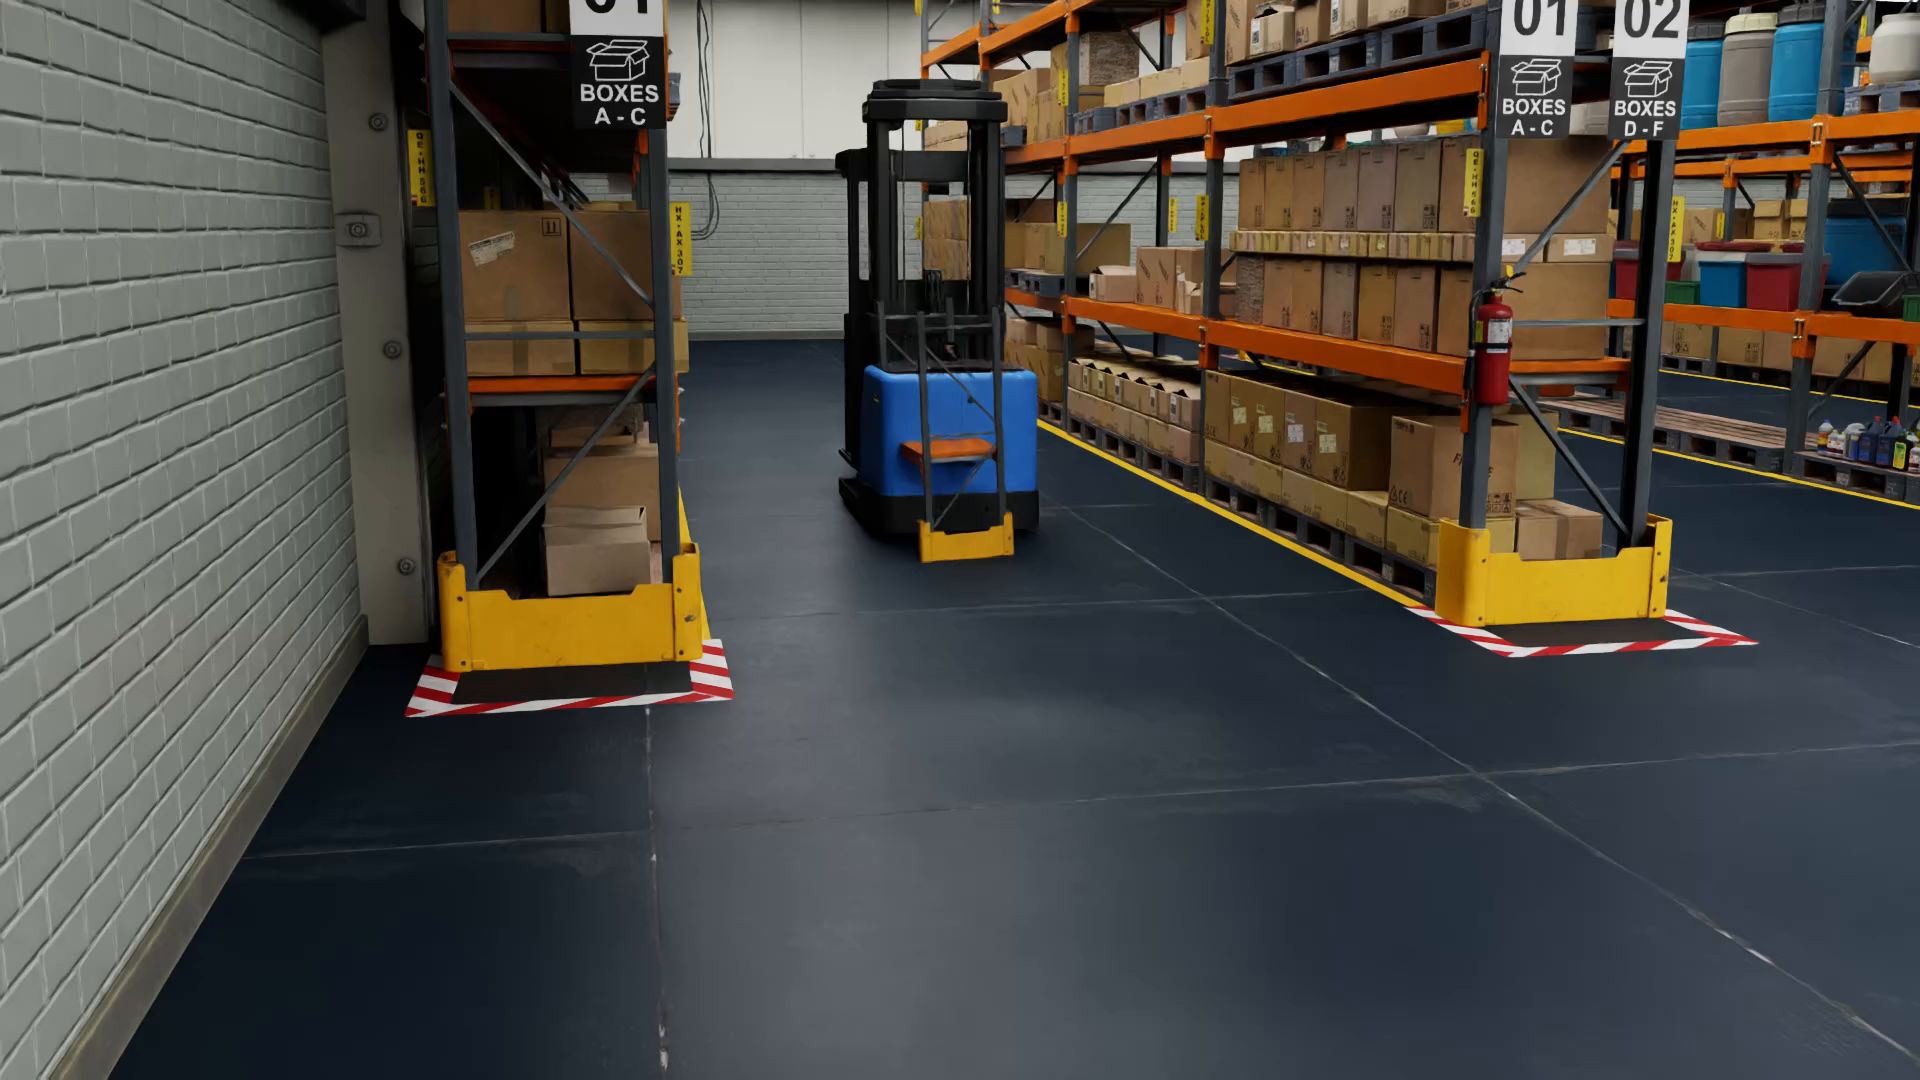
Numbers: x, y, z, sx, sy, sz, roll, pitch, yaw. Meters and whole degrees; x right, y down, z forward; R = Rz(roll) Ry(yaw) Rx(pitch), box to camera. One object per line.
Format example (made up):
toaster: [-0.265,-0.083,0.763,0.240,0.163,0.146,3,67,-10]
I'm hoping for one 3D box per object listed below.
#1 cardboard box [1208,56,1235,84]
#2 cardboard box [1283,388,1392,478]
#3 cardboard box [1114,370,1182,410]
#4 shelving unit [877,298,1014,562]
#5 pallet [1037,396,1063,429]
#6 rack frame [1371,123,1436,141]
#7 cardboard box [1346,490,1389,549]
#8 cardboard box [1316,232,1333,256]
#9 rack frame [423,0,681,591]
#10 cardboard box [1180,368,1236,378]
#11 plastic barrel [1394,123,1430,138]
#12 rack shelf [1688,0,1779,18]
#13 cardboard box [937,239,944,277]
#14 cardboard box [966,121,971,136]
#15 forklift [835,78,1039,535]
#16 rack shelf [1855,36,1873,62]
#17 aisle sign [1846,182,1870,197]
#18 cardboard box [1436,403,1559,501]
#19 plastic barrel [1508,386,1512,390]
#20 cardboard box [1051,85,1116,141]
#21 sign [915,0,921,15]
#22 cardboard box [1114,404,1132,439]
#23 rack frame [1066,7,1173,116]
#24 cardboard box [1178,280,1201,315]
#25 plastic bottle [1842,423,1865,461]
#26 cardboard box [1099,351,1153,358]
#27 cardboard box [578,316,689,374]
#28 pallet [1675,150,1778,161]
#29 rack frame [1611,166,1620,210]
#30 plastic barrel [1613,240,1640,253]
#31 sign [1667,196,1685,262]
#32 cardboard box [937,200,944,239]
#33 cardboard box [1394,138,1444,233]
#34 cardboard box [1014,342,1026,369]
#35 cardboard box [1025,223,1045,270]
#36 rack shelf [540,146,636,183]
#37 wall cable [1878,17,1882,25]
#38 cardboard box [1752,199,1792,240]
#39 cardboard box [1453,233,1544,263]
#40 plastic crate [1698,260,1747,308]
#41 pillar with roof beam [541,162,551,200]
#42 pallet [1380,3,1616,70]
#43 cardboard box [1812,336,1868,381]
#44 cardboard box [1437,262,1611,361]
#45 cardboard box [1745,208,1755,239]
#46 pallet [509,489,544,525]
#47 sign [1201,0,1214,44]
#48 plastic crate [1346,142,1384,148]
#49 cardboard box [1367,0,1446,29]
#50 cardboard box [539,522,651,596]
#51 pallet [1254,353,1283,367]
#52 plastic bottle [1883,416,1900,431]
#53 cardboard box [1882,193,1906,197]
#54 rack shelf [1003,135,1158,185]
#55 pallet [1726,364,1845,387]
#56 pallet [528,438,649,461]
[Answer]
cardboard box: [2.178,-3.544,12.550,0.500,0.250,0.500,-1,11,-5]
cardboard box: [2.365,-0.677,10.456,0.500,0.500,0.500,-2,11,-11]
cardboard box: [1.632,-1.298,14.227,0.500,0.311,0.500,-2,11,-12]
shelving unit: [-0.125,-0.721,10.416,0.587,1.500,1.083,-6,12,-15]
pallet: [1.402,-1.327,17.101,1.003,0.211,1.213,-2,11,-11]
rack frame: [5.592,-6.418,20.350,1.000,3.000,0.127,-2,11,-11]
cardboard box: [2.563,-0.125,9.563,0.500,0.250,0.500,-2,11,-11]
cardboard box: [2.456,-1.852,10.402,0.380,0.149,0.250,-2,11,-11]
rack frame: [-1.792,-0.910,7.455,1.000,3.000,0.127,-2,11,-11]
cardboard box: [2.152,-1.322,14.352,0.500,0.311,0.500,-2,11,-9]
plastic barrel: [5.449,-5.112,20.024,0.433,0.535,0.433,0,11,0]
rack shelf: [6.759,-4.768,14.673,1.077,0.370,4.000,-2,11,-11]
cardboard box: [-0.017,-3.797,22.355,0.500,0.500,0.500,-2,11,-11]
cardboard box: [0.372,-5.016,20.072,0.500,0.250,0.500,-2,11,-11]
forklift: [-0.280,-1.704,11.809,1.130,2.935,3.031,-2,11,-11]
rack shelf: [10.839,-5.682,19.474,1.077,0.370,4.000,-2,11,-11]
aisle sign: [14.249,-5.826,26.332,0.394,0.787,0.004,-2,11,-11]
cardboard box: [3.081,-0.513,9.594,0.500,0.500,0.500,-2,11,-11]
plastic barrel: [6.061,-1.911,18.245,0.421,0.512,0.421,0,11,0]
cardboard box: [1.393,-4.160,16.238,0.910,0.500,0.500,-2,11,-11]
sign: [-0.578,-7.450,23.064,0.100,0.325,0.005,-2,11,-11]
cardboard box: [1.629,-1.026,14.293,0.500,0.250,0.500,-2,11,-10]
rack frame: [1.511,-5.505,15.553,1.000,3.000,0.127,-2,11,-11]
cardboard box: [1.937,-1.913,13.084,0.396,0.266,0.258,-2,11,-12]
plastic bottle: [6.870,-0.749,12.719,0.152,0.276,0.135,-2,11,-9]
cardboard box: [1.702,-1.640,16.800,0.500,0.500,0.500,-2,11,-9]
cardboard box: [-1.575,-0.947,7.998,0.500,0.250,0.500,-2,11,-13]
pallet: [10.302,-5.232,22.376,1.003,0.211,1.213,-2,11,-11]
rack frame: [9.672,-4.385,25.712,1.000,3.000,0.127,-2,11,-11]
plastic barrel: [6.757,-2.730,16.655,0.600,0.536,0.708,-2,11,-11]
sign: [3.612,-1.574,8.417,0.100,0.325,0.005,-2,11,-11]
cardboard box: [-0.016,-4.287,22.257,0.500,0.500,0.500,-2,11,-10]
cardboard box: [2.870,-1.969,9.284,0.700,0.500,0.500,-2,11,-12]
cardboard box: [0.890,-1.900,18.166,0.500,0.500,0.500,-3,11,-13]
cardboard box: [1.137,-3.225,18.229,0.700,0.500,0.500,-5,12,-25]
rack shelf: [-3.737,-3.864,16.878,1.077,0.370,4.000,-2,11,-11]
wall cable: [18.011,-8.725,32.472,0.463,3.000,0.029,-2,11,-11]
cardboard box: [10.583,-4.076,21.141,0.797,0.503,0.637,-2,11,-12]
cardboard box: [2.805,-1.522,8.667,0.380,0.149,0.250,-2,11,-12]
plastic crate: [6.628,-2.187,14.207,0.392,0.384,0.575,-2,11,-11]
pillar with roof beam: [-2.055,-7.412,25.571,9.100,9.000,0.400,-2,11,-11]
pallet: [2.954,-2.652,8.819,1.003,0.211,1.213,-2,11,-11]
cardboard box: [10.949,-2.371,19.692,1.225,0.875,0.875,-2,11,-11]
cardboard box: [2.988,-1.226,8.848,0.700,0.500,0.500,-2,11,-11]
cardboard box: [10.608,-4.189,22.284,0.500,0.500,0.500,-2,11,-11]
pallet: [-2.405,-0.152,10.930,1.003,0.211,1.213,-2,11,-11]
sign: [1.758,-3.685,11.788,0.100,0.325,0.005,-2,11,-11]
plastic crate: [5.213,-4.907,21.001,0.450,0.188,0.662,-2,11,-11]
cardboard box: [2.584,-2.967,9.146,0.500,0.250,0.500,-2,11,-11]
cardboard box: [-1.838,0.065,8.349,0.500,0.311,0.500,-3,11,-17]
pallet: [4.936,-2.682,24.224,1.003,0.211,1.213,-2,11,-11]
plastic bottle: [7.039,-0.761,12.579,0.144,0.351,0.185,-2,11,-11]
cardboard box: [14.489,-5.049,25.463,0.500,0.500,0.500,-2,11,-9]
rack shelf: [1.122,-4.045,17.828,1.077,0.370,4.000,-2,11,-11]
pallet: [10.674,-2.143,21.389,1.003,0.211,1.213,-2,11,-11]
pallet: [-2.963,-0.641,13.498,1.003,0.211,1.213,-2,11,-11]
